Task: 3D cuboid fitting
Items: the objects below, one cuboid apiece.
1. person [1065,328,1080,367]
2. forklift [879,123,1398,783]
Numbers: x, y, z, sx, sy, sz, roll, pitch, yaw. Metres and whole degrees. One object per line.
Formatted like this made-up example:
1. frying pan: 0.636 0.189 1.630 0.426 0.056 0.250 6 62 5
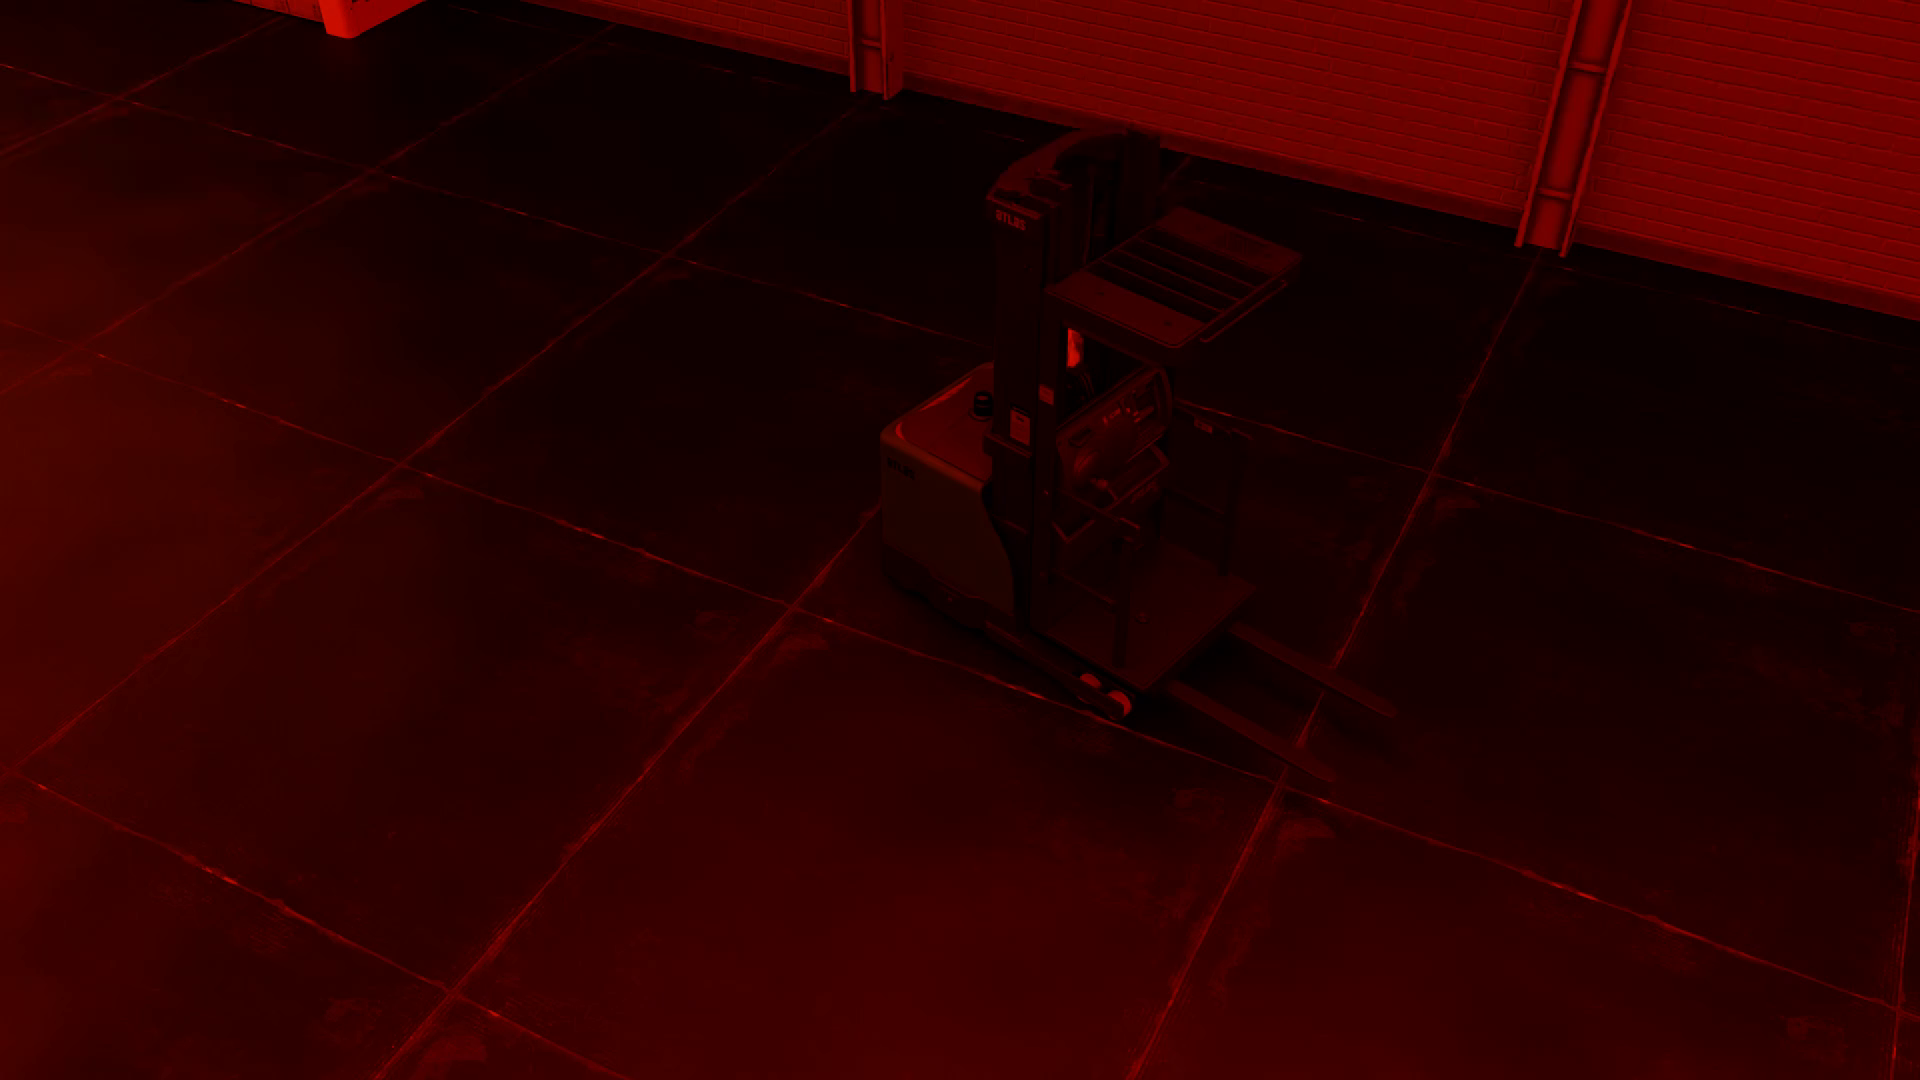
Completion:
1. person: 0.592 -0.689 9.944 0.967 1.451 0.795 10 41 11
2. forklift: 0.971 -0.521 8.606 3.031 2.935 1.130 29 48 30
